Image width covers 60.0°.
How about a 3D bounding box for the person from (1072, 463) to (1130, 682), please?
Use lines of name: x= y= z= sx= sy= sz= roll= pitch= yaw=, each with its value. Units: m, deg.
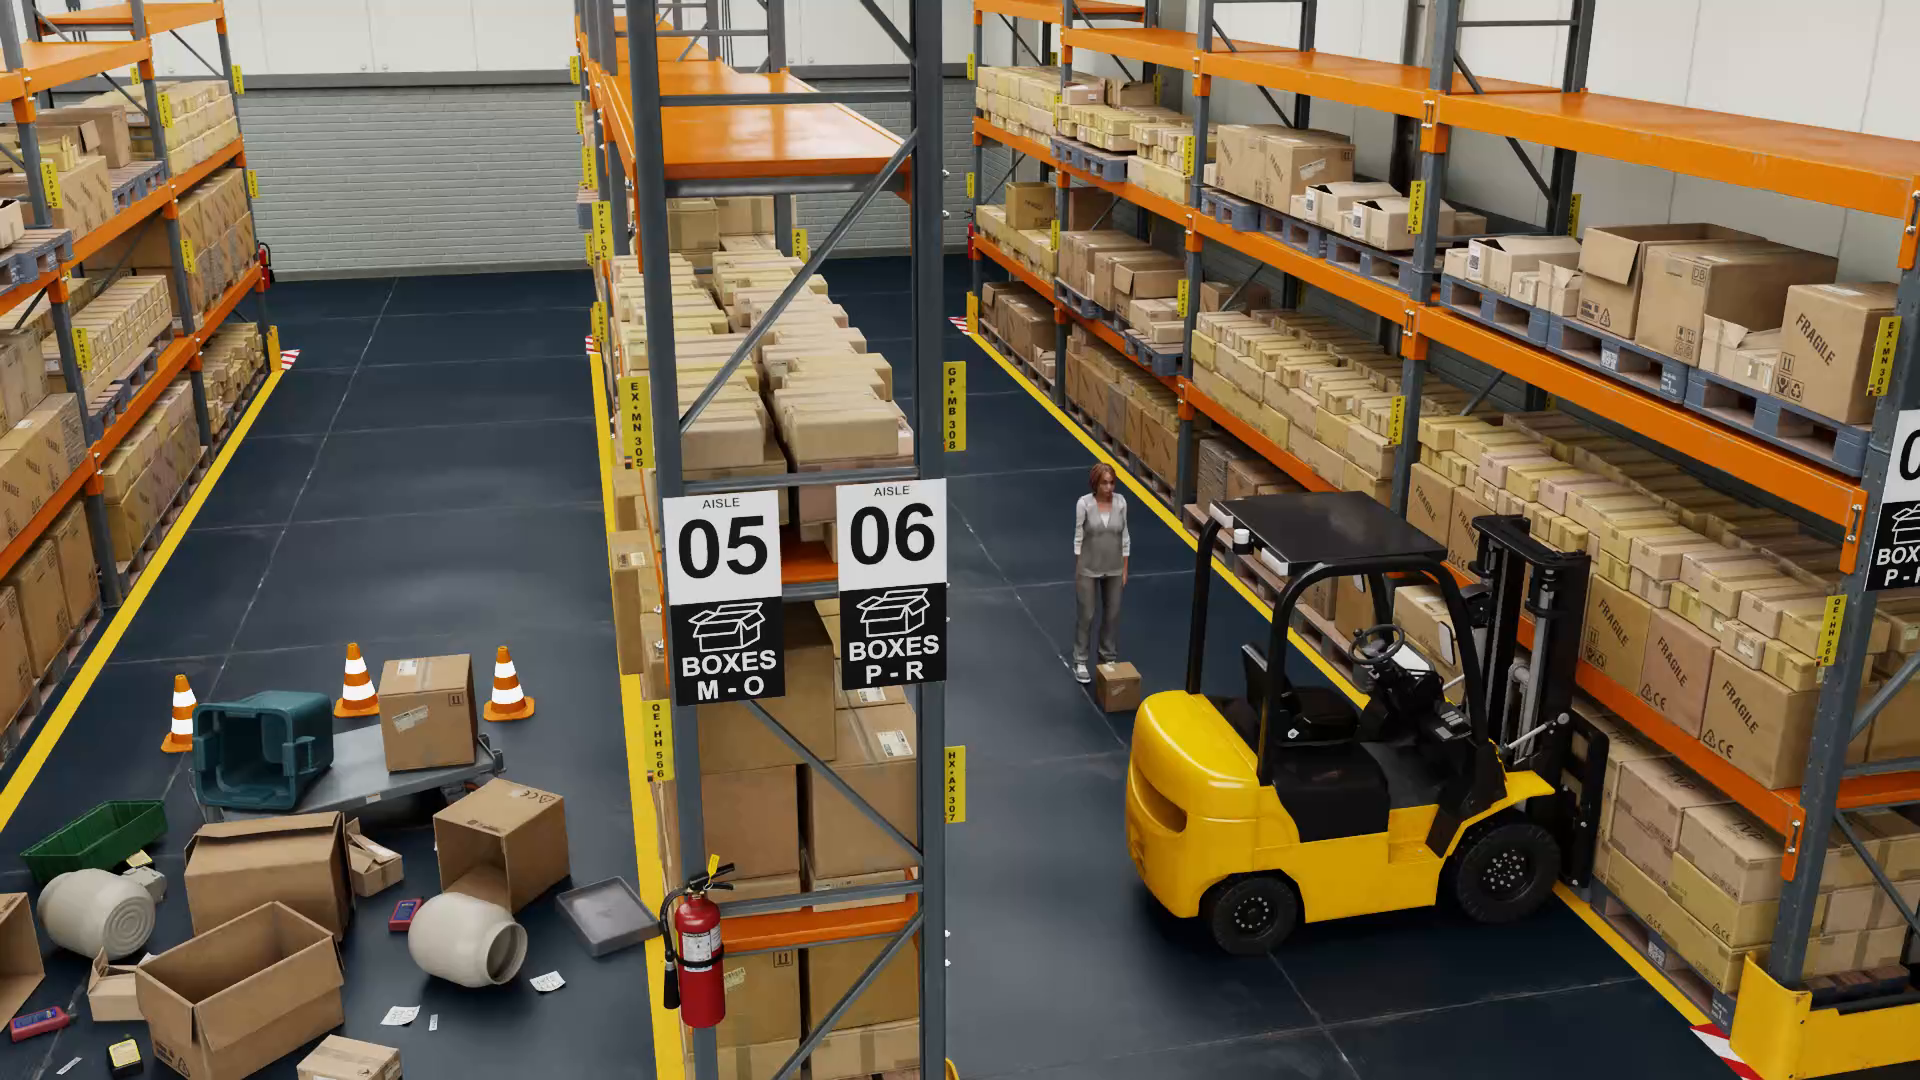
person: x=0.999 y=0.225 z=11.717 sx=0.404 sy=1.599 sz=0.307 roll=-4 pitch=20 yaw=-11
